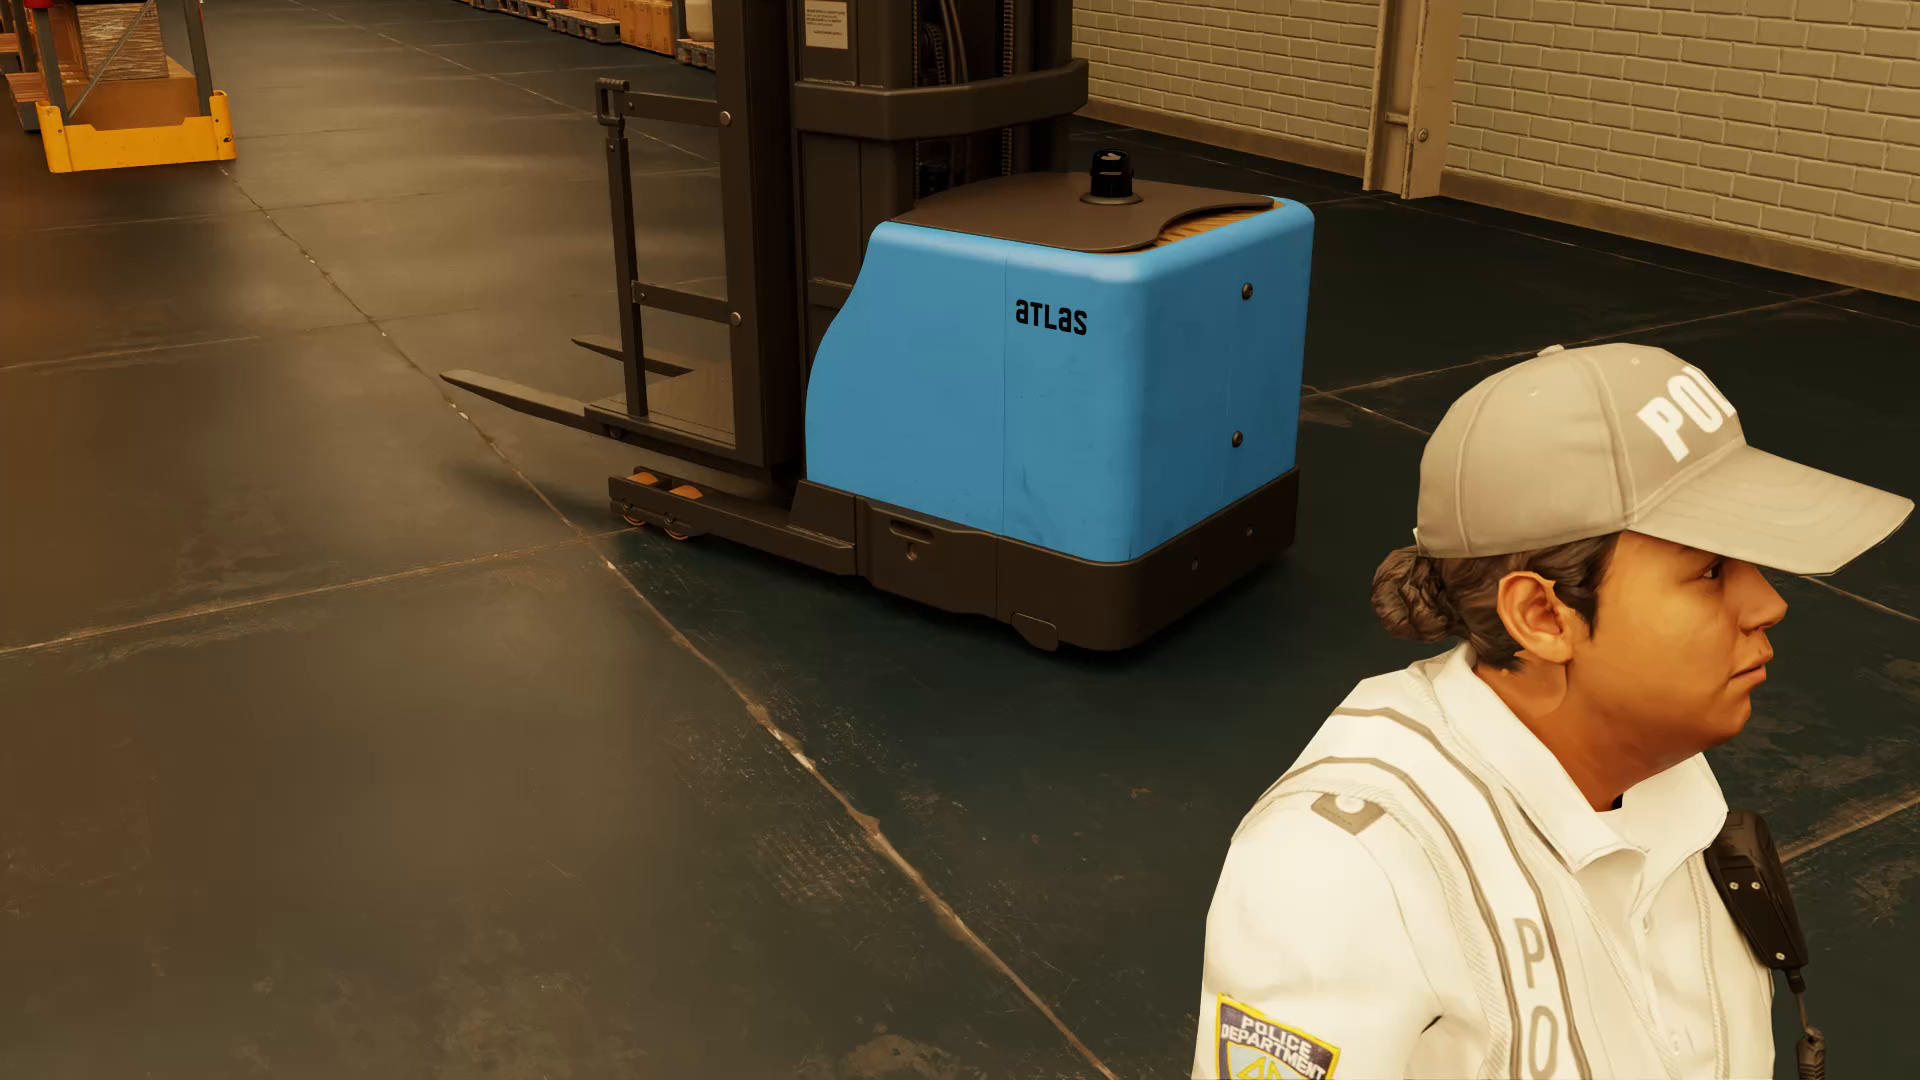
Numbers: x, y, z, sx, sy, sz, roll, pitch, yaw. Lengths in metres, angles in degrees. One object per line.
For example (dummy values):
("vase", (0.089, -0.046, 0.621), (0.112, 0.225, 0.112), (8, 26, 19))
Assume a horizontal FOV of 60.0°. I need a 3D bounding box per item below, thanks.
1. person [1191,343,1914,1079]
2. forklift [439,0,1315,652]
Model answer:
("person", (0.433, 0.702, 1.209), (0.598, 1.670, 0.530), (-19, 29, -39))
("forklift", (-0.481, -1.497, 4.922), (3.031, 2.935, 1.130), (16, 27, 34))
